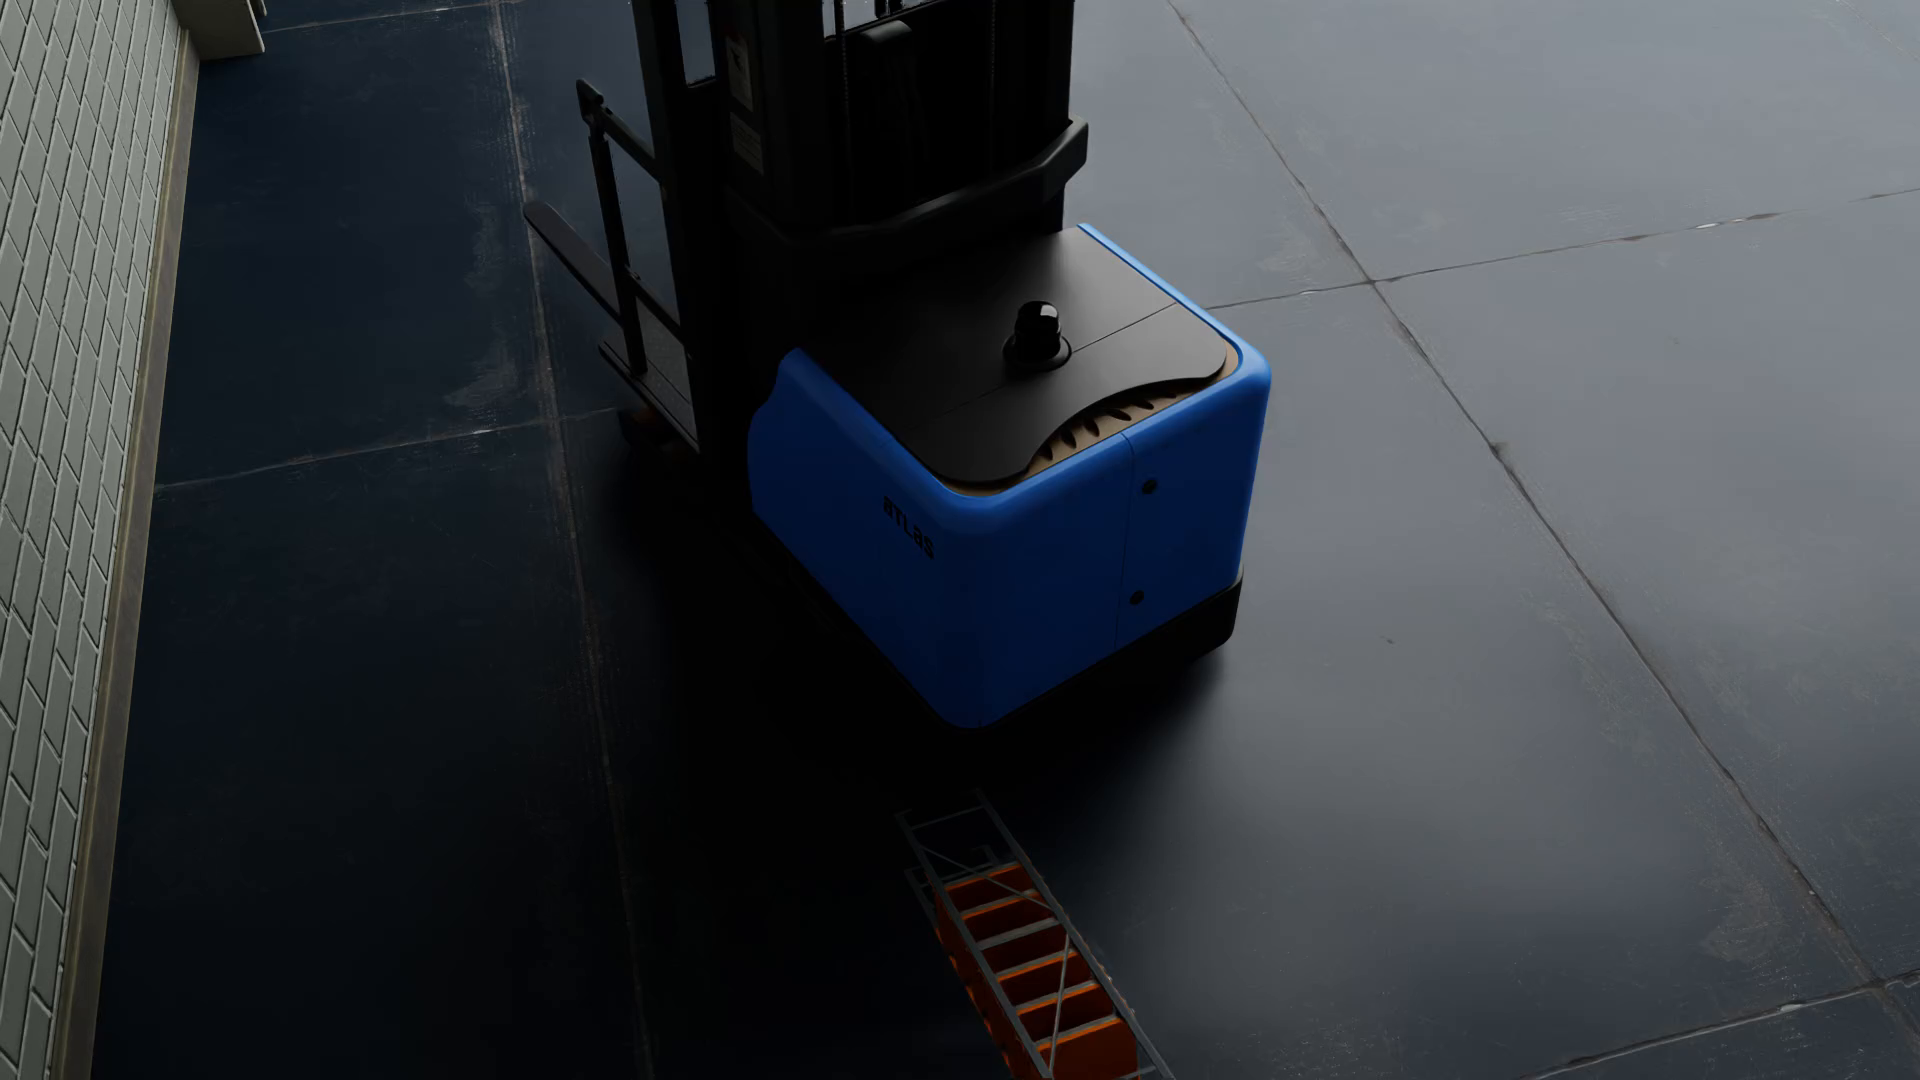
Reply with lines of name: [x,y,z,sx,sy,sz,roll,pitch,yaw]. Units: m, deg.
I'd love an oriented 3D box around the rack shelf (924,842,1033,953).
rack shelf: [0.055,0.881,4.102,0.258,0.180,0.103,-15,27,-14]

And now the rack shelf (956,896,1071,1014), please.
rack shelf: [0.133,0.971,3.895,0.258,0.180,0.103,-15,27,-14]

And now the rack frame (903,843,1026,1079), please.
rack frame: [0.159,1.069,3.896,0.240,0.006,1.200,-15,27,-14]

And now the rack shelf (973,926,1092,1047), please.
rack shelf: [0.173,1.016,3.791,0.258,0.180,0.103,-15,27,-14]

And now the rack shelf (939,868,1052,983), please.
rack shelf: [0.094,0.926,3.999,0.258,0.180,0.103,-15,27,-14]

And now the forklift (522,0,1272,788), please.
forklift: [-0.462,-1.371,4.541,1.130,2.935,3.031,-27,52,-24]

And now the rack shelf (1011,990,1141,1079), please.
rack shelf: [0.252,1.106,3.583,0.258,0.180,0.103,-15,27,-14]

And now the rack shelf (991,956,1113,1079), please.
rack shelf: [0.212,1.061,3.687,0.258,0.180,0.103,-15,27,-14]

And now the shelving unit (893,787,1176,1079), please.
shelving unit: [0.148,0.988,3.856,0.258,0.189,1.200,-15,27,-14]

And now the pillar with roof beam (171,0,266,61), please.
pillar with roof beam: [0.878,-6.204,5.029,9.100,9.000,0.400,-11,47,-10]

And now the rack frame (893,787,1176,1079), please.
rack frame: [0.136,0.906,3.816,0.240,0.006,1.200,-15,27,-14]
